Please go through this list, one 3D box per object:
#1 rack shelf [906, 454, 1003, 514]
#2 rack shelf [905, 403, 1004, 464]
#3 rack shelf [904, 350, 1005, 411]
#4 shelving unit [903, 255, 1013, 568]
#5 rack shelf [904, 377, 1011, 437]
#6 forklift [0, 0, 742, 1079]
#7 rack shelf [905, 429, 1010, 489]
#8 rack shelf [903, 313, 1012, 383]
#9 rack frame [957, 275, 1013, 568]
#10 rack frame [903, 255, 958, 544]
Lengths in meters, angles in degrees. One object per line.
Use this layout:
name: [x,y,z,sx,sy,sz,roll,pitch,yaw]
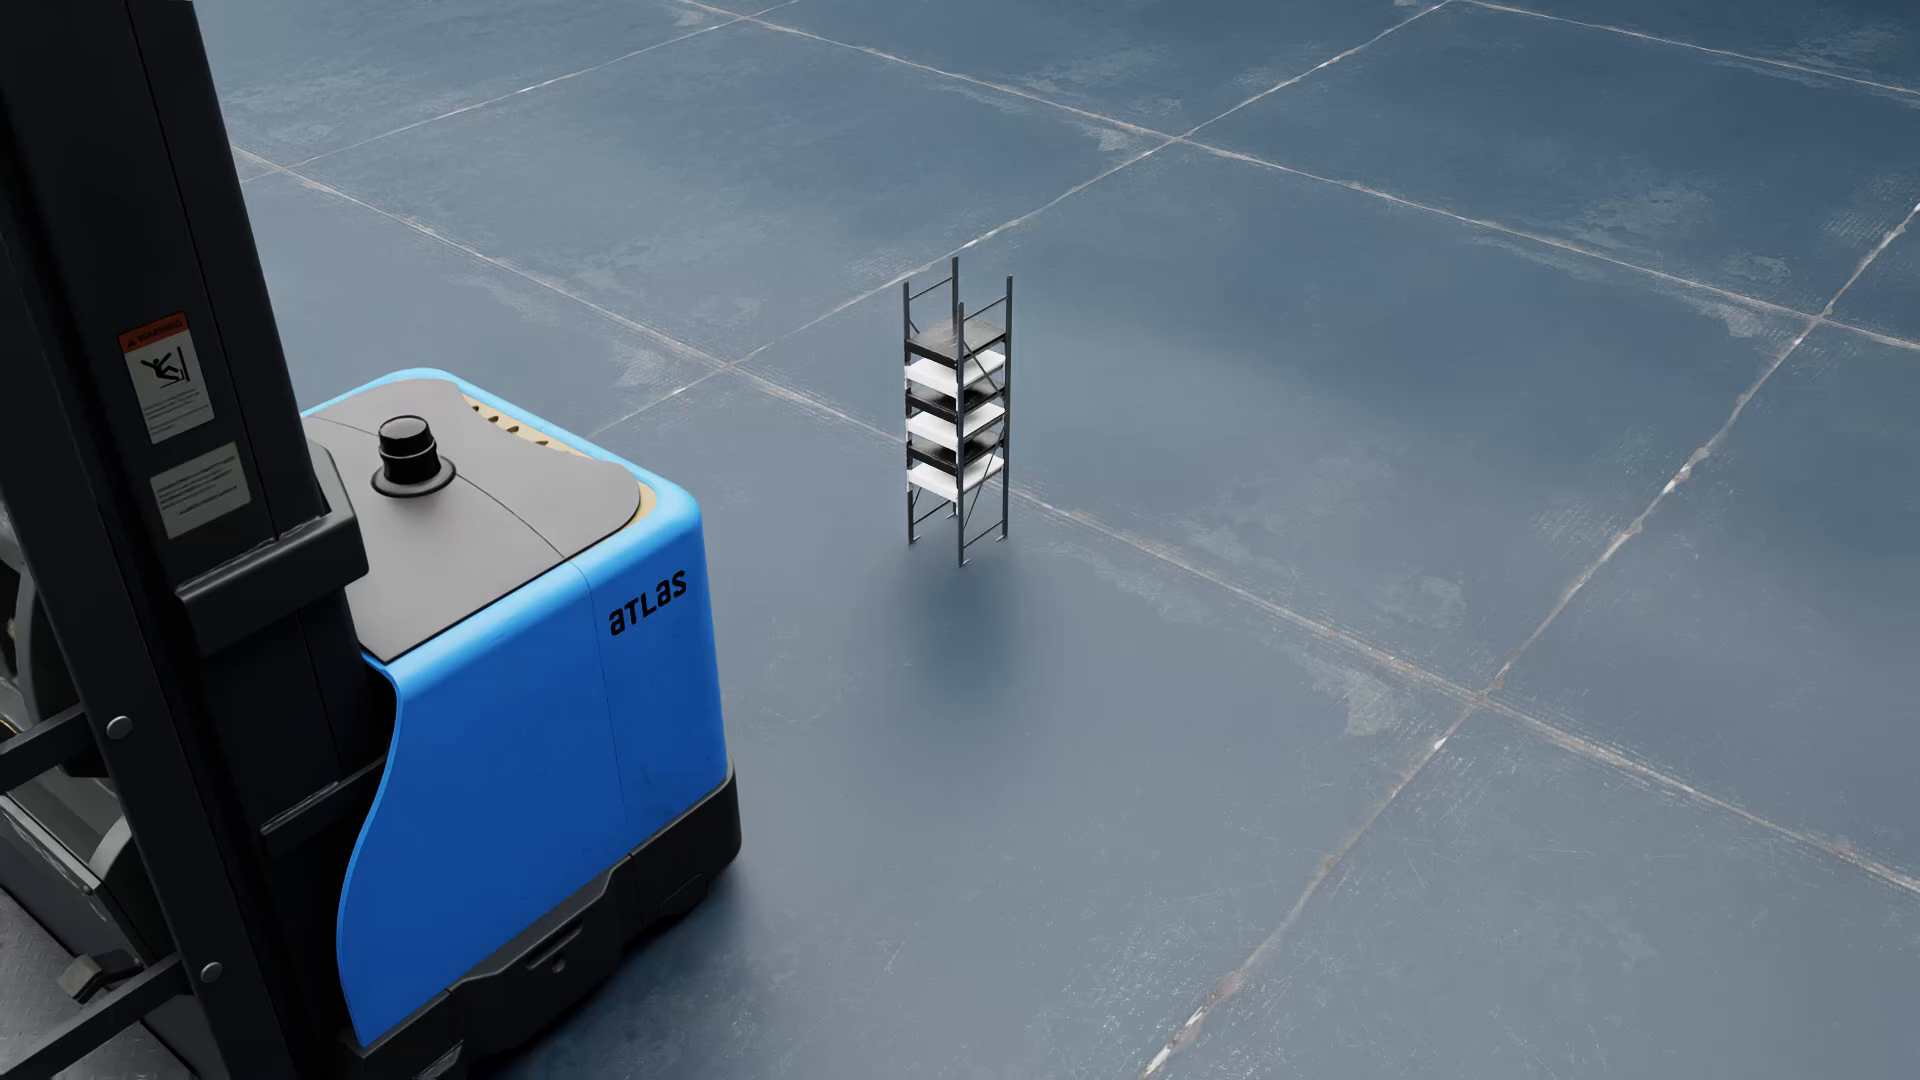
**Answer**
rack shelf: [-0.006,-0.198,5.120,0.200,0.077,0.258,25,42,32]
rack shelf: [-0.006,-0.346,5.018,0.200,0.077,0.258,25,42,32]
rack shelf: [-0.006,-0.495,4.917,0.200,0.077,0.258,25,42,32]
shelving unit: [-0.006,-0.374,5.000,0.210,0.900,0.258,25,42,32]
rack shelf: [-0.006,-0.421,4.967,0.200,0.077,0.258,25,42,32]
forklift: [-1.849,0.061,2.572,1.130,2.935,3.031,25,41,31]
rack shelf: [-0.006,-0.272,5.069,0.200,0.077,0.258,25,42,32]
rack shelf: [-0.006,-0.569,4.866,0.200,0.077,0.258,25,42,32]
rack frame: [0.072,-0.337,4.946,0.006,0.900,0.240,25,42,32]
rack frame: [-0.084,-0.411,5.053,0.006,0.900,0.240,25,42,32]
